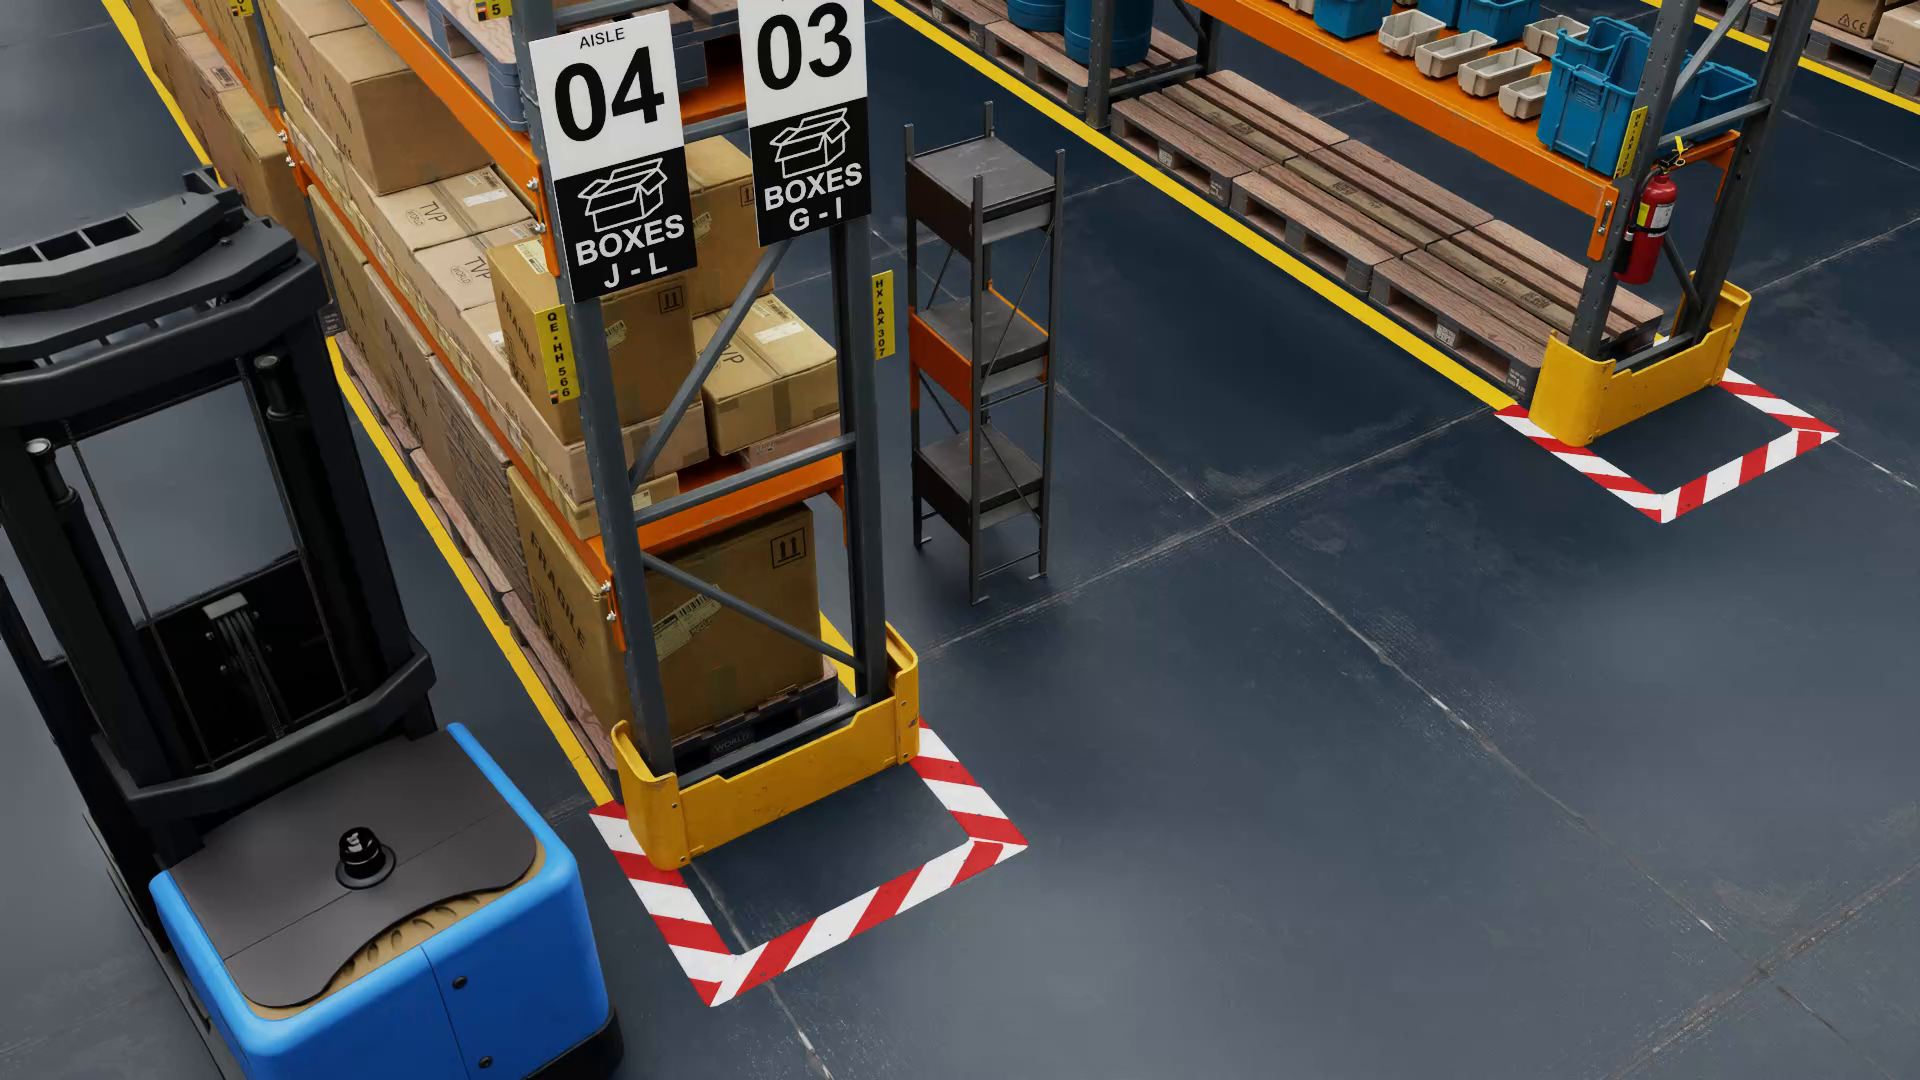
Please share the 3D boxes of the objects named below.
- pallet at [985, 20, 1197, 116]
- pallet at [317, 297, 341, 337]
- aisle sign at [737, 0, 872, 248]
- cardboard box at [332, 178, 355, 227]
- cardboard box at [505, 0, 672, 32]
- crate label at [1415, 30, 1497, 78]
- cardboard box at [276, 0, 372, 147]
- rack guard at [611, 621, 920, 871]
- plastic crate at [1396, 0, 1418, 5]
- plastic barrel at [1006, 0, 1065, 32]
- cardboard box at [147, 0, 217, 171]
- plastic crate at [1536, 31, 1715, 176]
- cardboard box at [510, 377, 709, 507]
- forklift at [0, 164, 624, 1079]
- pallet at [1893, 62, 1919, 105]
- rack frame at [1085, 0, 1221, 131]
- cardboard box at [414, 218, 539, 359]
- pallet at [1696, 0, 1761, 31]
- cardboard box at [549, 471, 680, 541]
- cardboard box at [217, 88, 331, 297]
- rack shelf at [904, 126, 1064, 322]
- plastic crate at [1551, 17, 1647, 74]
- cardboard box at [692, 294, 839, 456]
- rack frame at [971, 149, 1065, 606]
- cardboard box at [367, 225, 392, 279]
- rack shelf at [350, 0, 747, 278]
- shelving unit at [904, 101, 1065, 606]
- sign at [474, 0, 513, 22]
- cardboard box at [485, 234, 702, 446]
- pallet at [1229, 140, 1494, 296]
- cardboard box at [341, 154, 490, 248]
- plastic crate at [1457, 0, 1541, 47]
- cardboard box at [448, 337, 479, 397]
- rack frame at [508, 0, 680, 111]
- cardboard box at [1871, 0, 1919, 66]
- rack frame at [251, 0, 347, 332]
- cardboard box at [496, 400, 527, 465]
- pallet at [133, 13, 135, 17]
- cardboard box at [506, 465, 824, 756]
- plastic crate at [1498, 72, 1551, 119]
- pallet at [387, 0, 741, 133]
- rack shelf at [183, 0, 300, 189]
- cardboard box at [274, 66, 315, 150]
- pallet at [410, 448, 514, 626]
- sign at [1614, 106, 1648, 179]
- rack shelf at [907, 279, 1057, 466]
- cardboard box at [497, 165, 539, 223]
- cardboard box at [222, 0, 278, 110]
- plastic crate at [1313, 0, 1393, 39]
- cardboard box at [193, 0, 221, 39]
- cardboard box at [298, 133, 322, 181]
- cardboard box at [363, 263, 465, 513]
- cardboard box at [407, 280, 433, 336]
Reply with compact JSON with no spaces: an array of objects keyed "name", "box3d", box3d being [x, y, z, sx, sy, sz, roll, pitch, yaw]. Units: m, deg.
[{"name":"pallet","box3d":[0.909,-3.420,11.690,1.003,0.211,1.213,-22,45,-24]},{"name":"pallet","box3d":[-3.365,-1.675,9.595,1.003,0.211,1.213,-22,45,-24]},{"name":"aisle sign","box3d":[-0.445,-1.260,4.888,0.394,0.787,0.004,-22,45,-24]},{"name":"cardboard box","box3d":[-2.582,-1.560,7.475,0.380,0.149,0.250,-23,45,-26]},{"name":"cardboard box","box3d":[-1.061,-1.850,4.799,0.700,0.500,0.500,-25,46,-27]},{"name":"crate label","box3d":[2.535,-2.505,8.572,0.396,0.136,0.243,-22,45,-24]},{"name":"cardboard box","box3d":[-2.587,-2.086,7.209,0.500,0.500,0.500,-22,45,-24]},{"name":"rack guard","box3d":[-0.723,0.776,6.428,1.175,0.500,0.348,-22,45,-24]},{"name":"plastic crate","box3d":[2.479,-3.146,9.342,0.293,0.136,0.466,-22,45,-24]},{"name":"plastic barrel","box3d":[0.630,-4.098,11.635,0.600,0.901,0.708,-22,45,-24]},{"name":"cardboard box","box3d":[-4.211,-2.997,10.335,1.225,0.875,0.875,-22,45,-24]},{"name":"plastic crate","box3d":[3.102,-2.055,7.798,0.616,0.435,0.499,-22,45,-24]},{"name":"cardboard box","box3d":[-1.220,-0.424,5.800,0.500,0.250,0.500,-23,45,-25]},{"name":"forklift","box3d":[-2.462,0.135,5.299,1.130,2.935,3.031,-28,48,-30]},{"name":"pallet","box3d":[7.148,-3.004,11.191,1.003,0.211,1.213,-22,45,-24]},{"name":"rack frame","box3d":[1.289,-4.061,10.280,1.000,3.000,0.127,-22,45,-24]},{"name":"cardboard box","box3d":[-1.767,-0.972,6.459,0.500,0.250,0.500,-24,45,-26]},{"name":"pallet","box3d":[5.836,-4.321,12.771,1.003,0.211,1.213,-22,45,-24]},{"name":"cardboard box","box3d":[-1.205,-0.179,5.818,0.380,0.149,0.250,-21,44,-24]},{"name":"cardboard box","box3d":[-3.248,-2.040,9.186,1.225,0.875,0.875,-22,45,-24]},{"name":"rack shelf","box3d":[0.089,-1.245,6.531,0.431,0.518,0.480,-22,45,-24]},{"name":"plastic crate","box3d":[3.231,-2.462,8.446,0.416,0.233,0.300,-22,45,-24]},{"name":"cardboard box","box3d":[-0.767,-0.606,6.018,0.500,0.250,0.500,-23,45,-25]},{"name":"rack frame","box3d":[0.220,-0.586,6.813,0.400,2.100,0.015,-22,45,-24]},{"name":"cardboard box","box3d":[-2.311,-1.286,7.146,0.380,0.149,0.250,-22,44,-24]},{"name":"rack shelf","box3d":[-1.812,-2.152,6.209,1.077,0.370,4.000,-22,45,-24]},{"name":"shelving unit","box3d":[0.089,-0.717,6.971,0.431,2.100,0.503,-22,45,-24]},{"name":"sign","box3d":[-1.201,-1.480,4.210,0.100,0.325,0.005,-22,45,-24]},{"name":"cardboard box","box3d":[-1.220,-0.714,5.563,0.500,0.500,0.500,-22,44,-24]},{"name":"pallet","box3d":[2.377,-1.947,9.921,1.003,0.211,1.213,-22,45,-24]},{"name":"cardboard box","box3d":[-2.309,-1.521,7.117,0.500,0.250,0.500,-21,44,-23]},{"name":"plastic crate","box3d":[2.877,-2.818,8.872,0.416,0.233,0.300,-22,45,-24]},{"name":"cardboard box","box3d":[-1.756,-0.730,6.479,0.380,0.149,0.250,-23,45,-25]},{"name":"rack frame","box3d":[-0.736,-2.502,3.723,1.000,3.000,0.127,-22,45,-24]},{"name":"cardboard box","box3d":[6.633,-3.449,11.350,0.500,0.250,0.500,-22,45,-24]},{"name":"rack frame","box3d":[-2.887,-2.356,8.234,1.000,3.000,0.127,-22,45,-24]},{"name":"cardboard box","box3d":[-1.481,-0.456,6.150,0.380,0.149,0.250,-22,45,-24]},{"name":"pallet","box3d":[-5.457,-3.866,12.224,1.003,0.211,1.213,-22,45,-24]},{"name":"cardboard box","box3d":[-1.148,0.140,6.570,0.875,0.875,0.875,-22,45,-24]},{"name":"plastic crate","box3d":[2.849,-2.201,8.208,0.396,0.136,0.243,-22,45,-24]},{"name":"pallet","box3d":[-1.144,-1.712,5.187,1.003,0.211,1.213,-22,45,-24]},{"name":"rack shelf","box3d":[-3.962,-3.159,9.760,1.077,0.370,4.000,-22,45,-24]},{"name":"cardboard box","box3d":[-2.855,-2.069,7.774,0.500,0.250,0.500,-23,45,-25]},{"name":"pallet","box3d":[-1.884,-0.188,7.811,1.003,0.211,1.213,-22,45,-24]},{"name":"sign","box3d":[2.985,-1.766,7.399,0.100,0.325,0.005,-22,45,-24]},{"name":"rack shelf","box3d":[0.089,-0.707,6.979,0.431,0.518,0.480,-22,45,-24]},{"name":"cardboard box","box3d":[-1.604,-1.436,7.015,0.500,0.250,0.500,-23,45,-25]},{"name":"cardboard box","box3d":[-3.369,-2.553,8.392,0.500,0.500,0.500,-22,45,-24]},{"name":"plastic crate","box3d":[2.119,-2.881,8.948,0.416,0.233,0.300,-22,45,-24]},{"name":"cardboard box","box3d":[-3.916,-3.102,9.051,0.500,0.500,0.500,-23,45,-25]},{"name":"cardboard box","box3d":[-2.867,-1.843,7.815,0.380,0.149,0.250,-24,45,-26]},{"name":"cardboard box","box3d":[-2.116,-0.831,7.736,0.875,0.875,0.875,-22,45,-24]},{"name":"cardboard box","box3d":[-2.027,-1.004,6.808,0.380,0.149,0.250,-21,44,-24]}]
